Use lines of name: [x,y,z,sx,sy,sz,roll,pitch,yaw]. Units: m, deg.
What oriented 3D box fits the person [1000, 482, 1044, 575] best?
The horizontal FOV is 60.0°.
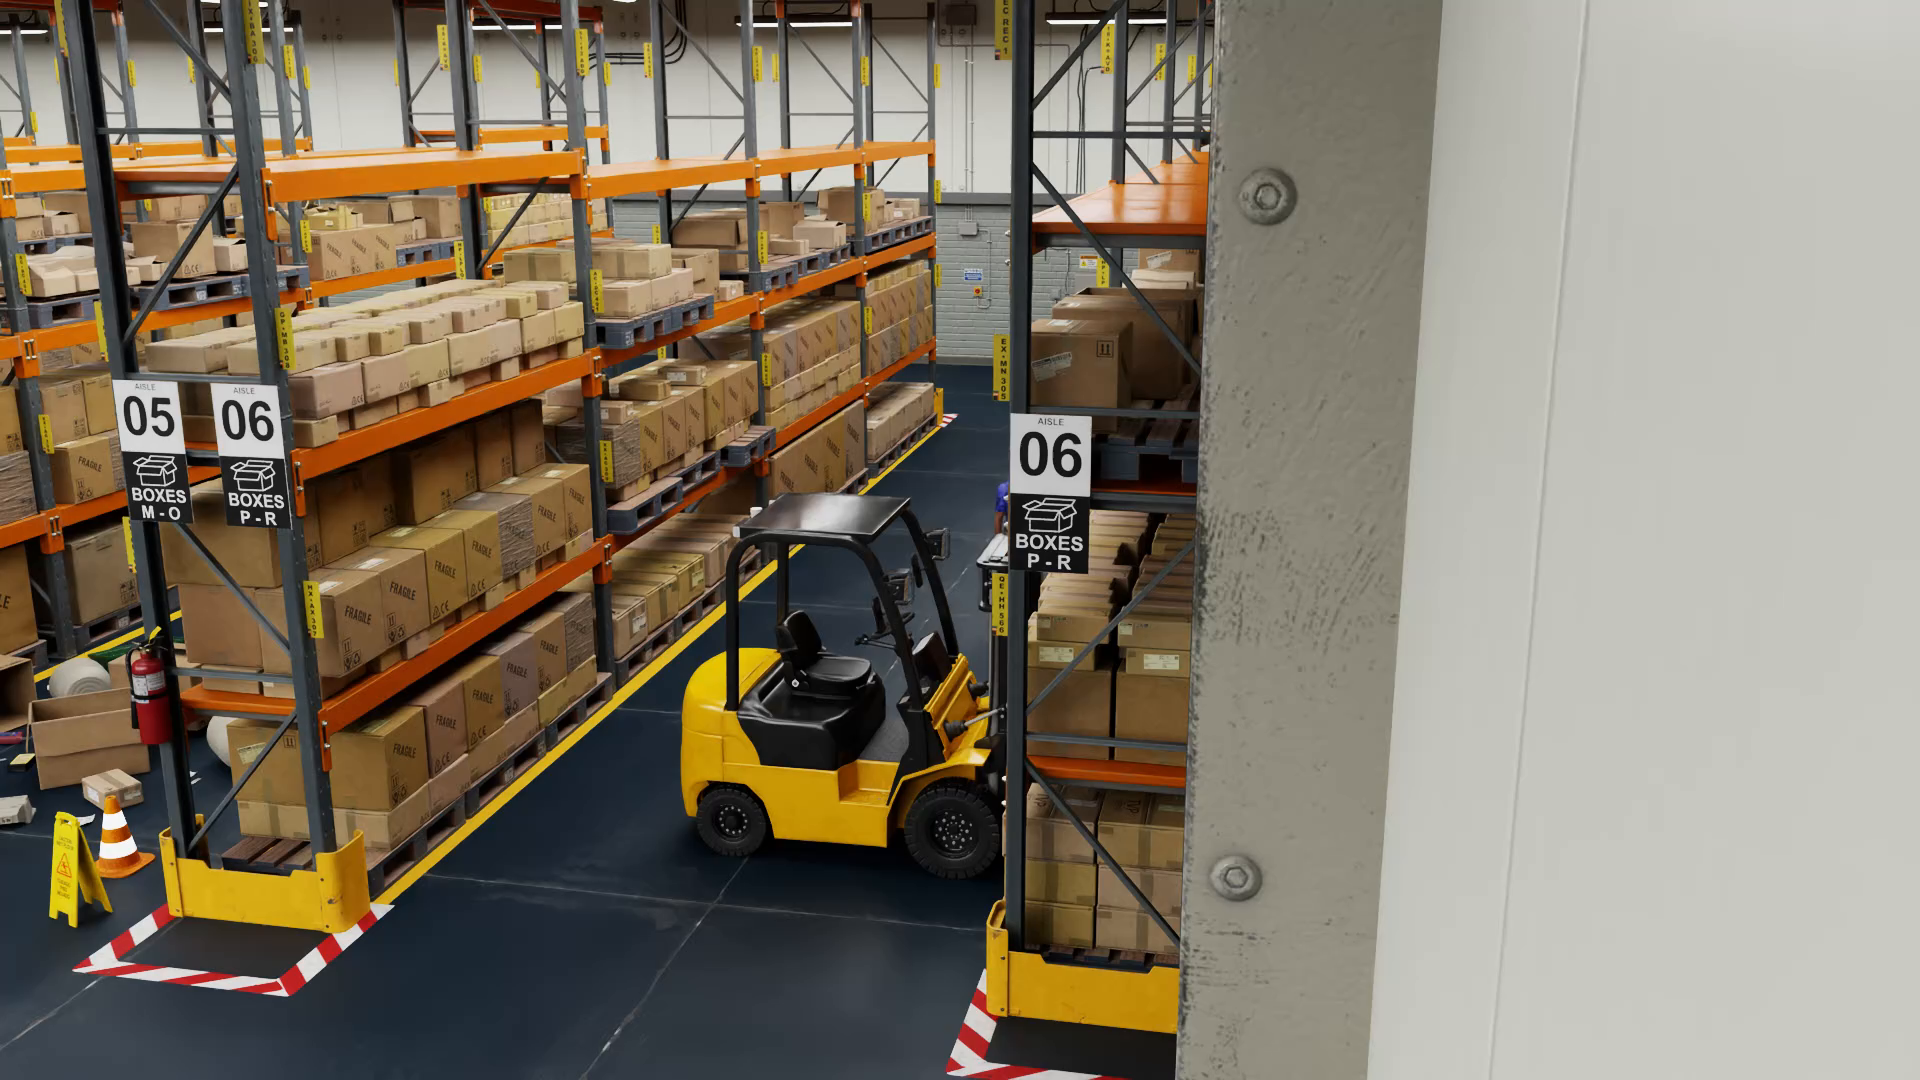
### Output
person: [0.617,0.057,14.816,0.538,1.667,0.323,0,15,-1]
